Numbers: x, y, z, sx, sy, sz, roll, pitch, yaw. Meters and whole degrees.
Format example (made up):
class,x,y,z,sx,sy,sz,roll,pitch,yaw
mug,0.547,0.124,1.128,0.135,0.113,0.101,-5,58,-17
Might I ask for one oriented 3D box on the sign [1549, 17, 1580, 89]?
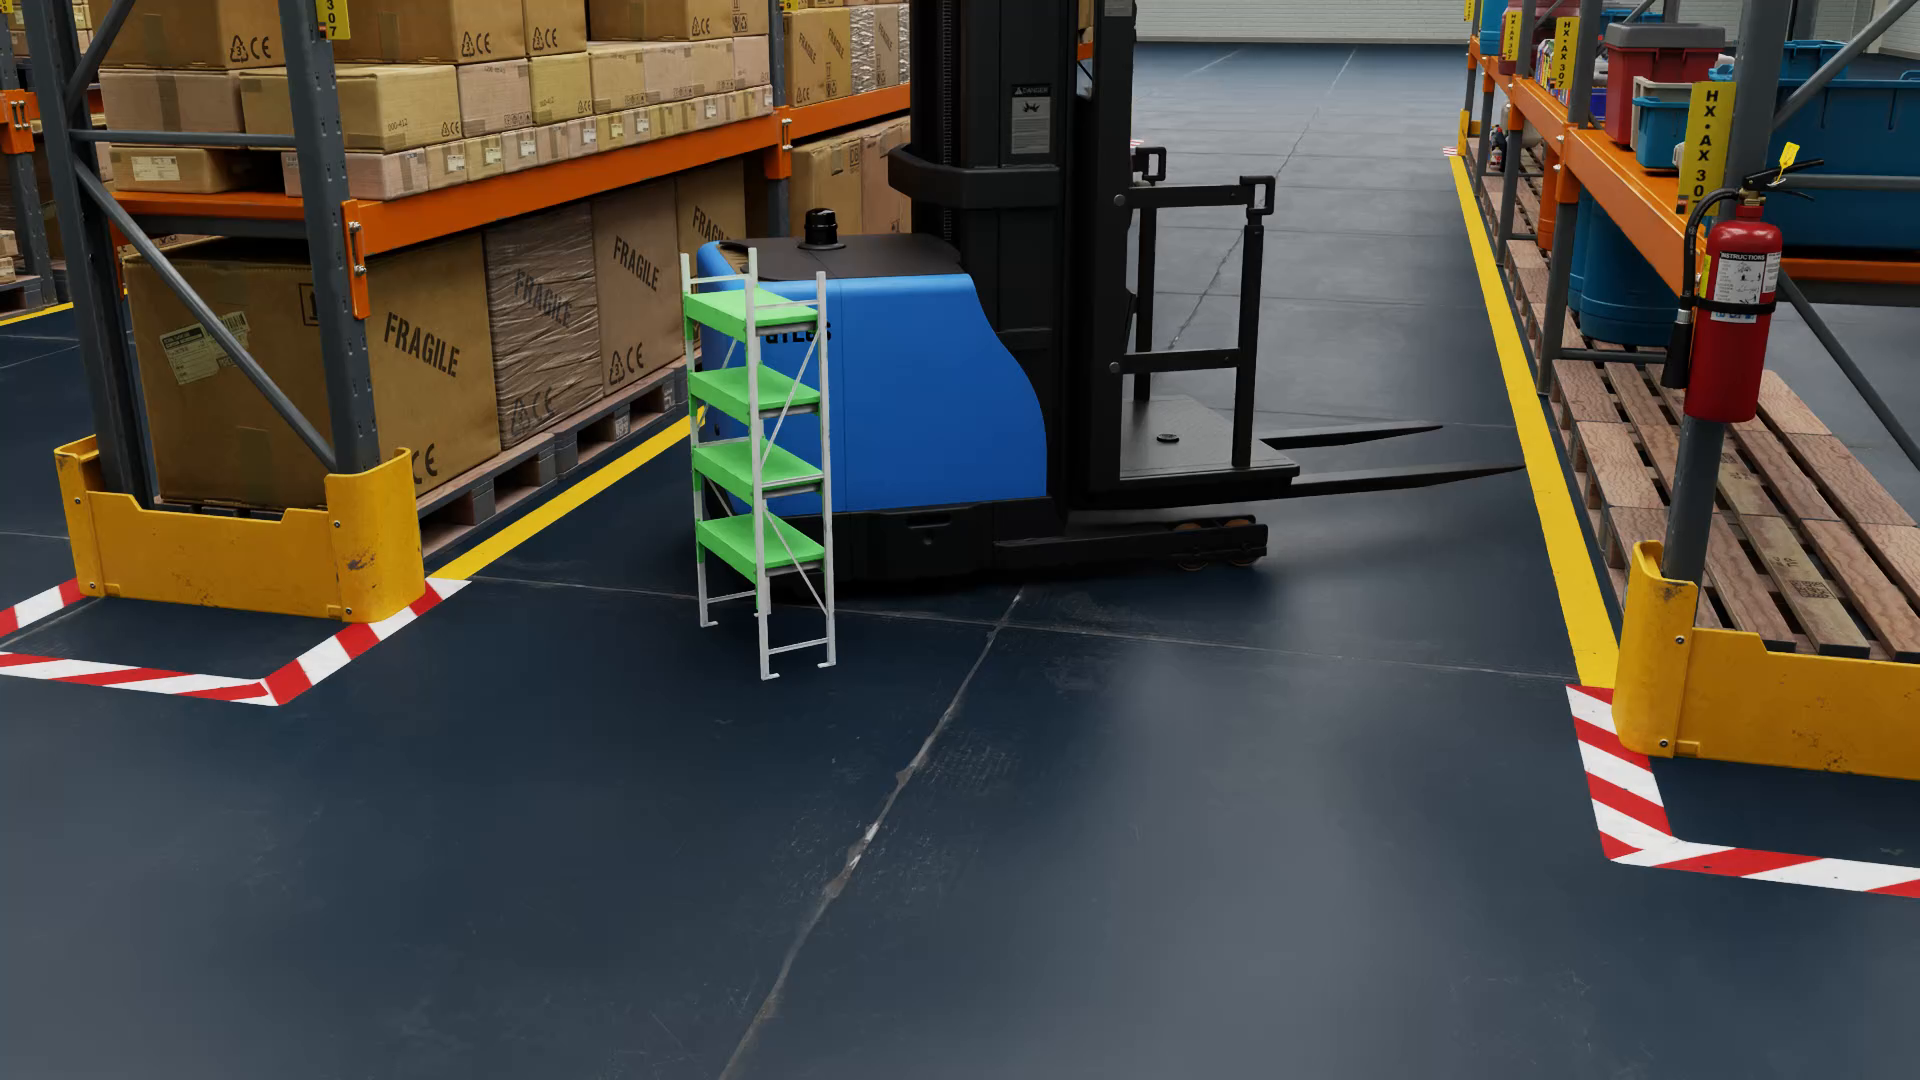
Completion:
class,x,y,z,sx,sy,sz,roll,pitch,yaw
sign,2.842,-2.288,7.818,0.100,0.325,0.005,5,19,13

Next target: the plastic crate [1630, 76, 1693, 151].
class,x,y,z,sx,sy,sz,roll,pitch,yaw
plastic crate,2.823,-1.621,6.384,0.437,0.282,0.530,5,19,13

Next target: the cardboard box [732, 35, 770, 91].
class,x,y,z,sx,sy,sz,roll,pitch,yaw
cardboard box,-1.281,-2.415,8.389,0.500,0.250,0.500,4,19,12

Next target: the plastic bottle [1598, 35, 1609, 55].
class,x,y,z,sx,sy,sz,roll,pitch,yaw
plastic bottle,3.732,-2.779,9.760,0.144,0.351,0.185,5,19,13

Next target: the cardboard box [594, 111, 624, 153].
class,x,y,z,sx,sy,sz,roll,pitch,yaw
cardboard box,-1.624,-1.699,6.910,0.380,0.149,0.250,4,19,12

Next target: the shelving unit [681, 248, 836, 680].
class,x,y,z,sx,sy,sz,roll,pitch,yaw
shelving unit,-0.609,-0.239,5.030,0.258,1.200,0.503,-11,22,-28

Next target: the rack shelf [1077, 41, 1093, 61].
class,x,y,z,sx,sy,sz,roll,pitch,yaw
rack shelf,1.015,-5.298,18.171,1.077,0.370,4.000,5,19,13

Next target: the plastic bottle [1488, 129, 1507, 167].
class,x,y,z,sx,sy,sz,roll,pitch,yaw
plastic bottle,5.207,-3.800,16.089,0.144,0.351,0.185,4,19,12

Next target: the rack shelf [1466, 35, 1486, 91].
class,x,y,z,sx,sy,sz,roll,pitch,yaw
rack shelf,5.818,-4.907,17.026,1.077,0.370,4.000,5,19,13

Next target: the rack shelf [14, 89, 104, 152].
class,x,y,z,sx,sy,sz,roll,pitch,yaw
rack shelf,-5.724,-3.214,12.070,1.077,0.370,4.000,5,19,13

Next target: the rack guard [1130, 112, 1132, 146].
class,x,y,z,sx,sy,sz,roll,pitch,yaw
rack guard,1.485,-5.059,20.225,1.175,0.500,0.348,5,19,13

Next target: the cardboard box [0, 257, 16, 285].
class,x,y,z,sx,sy,sz,roll,pitch,yaw
cardboard box,-5.978,-1.627,10.073,0.380,0.149,0.250,5,19,14

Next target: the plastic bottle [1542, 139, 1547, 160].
class,x,y,z,sx,sy,sz,roll,pitch,yaw
plastic bottle,5.929,-3.956,16.663,0.152,0.276,0.135,5,19,13

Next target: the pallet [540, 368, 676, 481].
class,x,y,z,sx,sy,sz,roll,pitch,yaw
pallet,-1.986,-0.569,7.527,1.003,0.211,1.213,5,19,13

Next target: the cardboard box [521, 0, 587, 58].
class,x,y,z,sx,sy,sz,roll,pitch,yaw
cardboard box,-1.783,-2.124,6.377,0.500,0.500,0.500,4,19,12

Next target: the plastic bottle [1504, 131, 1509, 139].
class,x,y,z,sx,sy,sz,roll,pitch,yaw
plastic bottle,5.439,-3.929,16.573,0.061,0.283,0.133,5,19,13

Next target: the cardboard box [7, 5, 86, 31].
class,x,y,z,sx,sy,sz,roll,pitch,yaw
cardboard box,-5.671,-3.235,10.298,0.380,0.149,0.250,5,19,14

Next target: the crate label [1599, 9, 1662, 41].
class,x,y,z,sx,sy,sz,roll,pitch,yaw
crate label,4.857,-3.674,12.248,0.502,0.435,0.616,5,19,13

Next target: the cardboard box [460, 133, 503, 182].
class,x,y,z,sx,sy,sz,roll,pitch,yaw
cardboard box,-1.875,-1.378,5.969,0.380,0.149,0.250,4,19,12

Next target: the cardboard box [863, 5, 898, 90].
class,x,y,z,sx,sy,sz,roll,pitch,yaw
cardboard box,-0.707,-3.153,10.623,0.500,0.500,0.500,5,19,14

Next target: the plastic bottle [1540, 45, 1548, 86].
class,x,y,z,sx,sy,sz,roll,pitch,yaw
plastic bottle,3.820,-3.053,10.677,0.152,0.276,0.135,5,19,13

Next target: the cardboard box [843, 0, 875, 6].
class,x,y,z,sx,sy,sz,roll,pitch,yaw
cardboard box,-0.964,-3.637,10.489,0.797,0.503,0.637,5,20,15

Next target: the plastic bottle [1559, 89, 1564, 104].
class,x,y,z,sx,sy,sz,roll,pitch,yaw
plastic bottle,3.460,-2.591,9.324,0.152,0.276,0.135,5,19,13

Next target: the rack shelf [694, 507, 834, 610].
class,x,y,z,sx,sy,sz,roll,pitch,yaw
rack shelf,-0.609,0.049,5.128,0.258,0.148,0.480,-11,22,-28

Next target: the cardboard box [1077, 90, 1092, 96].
class,x,y,z,sx,sy,sz,roll,pitch,yaw
cardboard box,1.222,-4.897,19.101,0.500,0.500,0.500,10,21,28

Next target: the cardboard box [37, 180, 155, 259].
class,x,y,z,sx,sy,sz,roll,pitch,yaw
cardboard box,-5.775,-2.154,11.071,0.500,0.500,0.500,5,20,16

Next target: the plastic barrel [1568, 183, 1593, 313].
class,x,y,z,sx,sy,sz,roll,pitch,yaw
plastic barrel,3.697,-1.710,9.150,0.600,0.901,0.708,5,19,13

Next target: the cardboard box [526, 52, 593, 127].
class,x,y,z,sx,sy,sz,roll,pitch,yaw
cardboard box,-1.779,-1.770,6.501,0.500,0.250,0.500,4,19,12

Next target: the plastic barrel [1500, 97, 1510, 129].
class,x,y,z,sx,sy,sz,roll,pitch,yaw
plastic barrel,6.220,-4.683,18.458,0.421,0.512,0.421,0,19,0

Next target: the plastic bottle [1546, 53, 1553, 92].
class,x,y,z,sx,sy,sz,roll,pitch,yaw
plastic bottle,3.676,-2.903,10.244,0.097,0.271,0.097,0,19,0

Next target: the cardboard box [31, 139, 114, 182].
class,x,y,z,sx,sy,sz,roll,pitch,yaw
cardboard box,-5.776,-2.509,10.950,0.500,0.250,0.500,4,19,11

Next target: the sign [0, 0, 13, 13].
class,x,y,z,sx,sy,sz,roll,pitch,yaw
sign,-5.685,-3.297,9.860,0.100,0.325,0.005,5,19,13

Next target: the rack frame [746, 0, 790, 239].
class,x,y,z,sx,sy,sz,roll,pitch,yaw
rack frame,-1.428,-2.504,8.879,1.000,3.000,0.127,5,19,13

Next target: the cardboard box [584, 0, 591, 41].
class,x,y,z,sx,sy,sz,roll,pitch,yaw
cardboard box,-1.921,-2.645,7.903,0.500,0.500,0.500,5,19,13

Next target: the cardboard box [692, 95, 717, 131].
class,x,y,z,sx,sy,sz,roll,pitch,yaw
cardboard box,-1.373,-2.022,7.856,0.380,0.149,0.250,5,19,14

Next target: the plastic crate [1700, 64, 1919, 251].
class,x,y,z,sx,sy,sz,roll,pitch,yaw
plastic crate,2.298,-1.024,4.398,0.616,0.435,0.499,5,19,13

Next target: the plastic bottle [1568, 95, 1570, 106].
class,x,y,z,sx,sy,sz,roll,pitch,yaw
plastic bottle,3.327,-2.462,8.830,0.144,0.351,0.185,5,19,13

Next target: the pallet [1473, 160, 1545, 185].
class,x,y,z,sx,sy,sz,roll,pitch,yaw
pallet,5.534,-3.508,16.132,1.003,0.211,1.213,5,19,13

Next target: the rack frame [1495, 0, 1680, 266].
class,x,y,z,sx,sy,sz,roll,pitch,yaw
rack frame,4.352,-3.367,11.404,1.000,3.000,0.127,5,19,13

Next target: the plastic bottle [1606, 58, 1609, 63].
class,x,y,z,sx,sy,sz,roll,pitch,yaw
plastic bottle,3.467,-2.450,8.797,0.144,0.351,0.185,5,19,13

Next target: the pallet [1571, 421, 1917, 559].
class,x,y,z,sx,sy,sz,roll,pitch,yaw
pallet,2.937,-0.176,6.378,1.003,0.211,1.213,5,19,13

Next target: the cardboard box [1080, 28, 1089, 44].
class,x,y,z,sx,sy,sz,roll,pitch,yaw
cardboard box,1.132,-5.249,17.302,0.380,0.149,0.250,5,19,13

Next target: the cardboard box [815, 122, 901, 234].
class,x,y,z,sx,sy,sz,roll,pitch,yaw
cardboard box,-1.074,-2.180,10.566,1.225,0.875,0.875,4,19,11

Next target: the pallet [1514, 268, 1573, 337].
class,x,y,z,sx,sy,sz,roll,pitch,yaw
pallet,3.900,-1.416,10.006,1.003,0.211,1.213,5,19,13

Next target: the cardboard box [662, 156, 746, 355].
class,x,y,z,sx,sy,sz,roll,pitch,yaw
cardboard box,-1.667,-1.497,8.567,0.875,0.875,0.875,5,19,13

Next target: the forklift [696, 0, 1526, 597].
class,x,y,z,sx,sy,sz,roll,pitch,yaw
forklift,0.604,-1.438,5.862,3.031,2.935,1.130,-5,19,-14

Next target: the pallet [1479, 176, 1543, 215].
class,x,y,z,sx,sy,sz,roll,pitch,yaw
pallet,5.175,-3.052,14.796,1.003,0.211,1.213,5,19,13

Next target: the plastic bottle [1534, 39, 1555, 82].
class,x,y,z,sx,sy,sz,roll,pitch,yaw
plastic bottle,3.933,-3.198,11.102,0.152,0.276,0.135,5,19,13

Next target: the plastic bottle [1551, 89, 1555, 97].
class,x,y,z,sx,sy,sz,roll,pitch,yaw
plastic bottle,3.594,-2.763,9.829,0.152,0.276,0.135,5,19,13

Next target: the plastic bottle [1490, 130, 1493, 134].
class,x,y,z,sx,sy,sz,roll,pitch,yaw
plastic bottle,5.377,-3.976,16.722,0.152,0.276,0.135,5,19,14

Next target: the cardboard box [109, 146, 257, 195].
class,x,y,z,sx,sy,sz,roll,pitch,yaw
cardboard box,-2.638,-1.269,5.652,0.380,0.149,0.250,5,19,14

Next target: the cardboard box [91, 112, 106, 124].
class,x,y,z,sx,sy,sz,roll,pitch,yaw
cardboard box,-9.381,-4.359,17.726,0.950,0.372,0.625,6,20,17
